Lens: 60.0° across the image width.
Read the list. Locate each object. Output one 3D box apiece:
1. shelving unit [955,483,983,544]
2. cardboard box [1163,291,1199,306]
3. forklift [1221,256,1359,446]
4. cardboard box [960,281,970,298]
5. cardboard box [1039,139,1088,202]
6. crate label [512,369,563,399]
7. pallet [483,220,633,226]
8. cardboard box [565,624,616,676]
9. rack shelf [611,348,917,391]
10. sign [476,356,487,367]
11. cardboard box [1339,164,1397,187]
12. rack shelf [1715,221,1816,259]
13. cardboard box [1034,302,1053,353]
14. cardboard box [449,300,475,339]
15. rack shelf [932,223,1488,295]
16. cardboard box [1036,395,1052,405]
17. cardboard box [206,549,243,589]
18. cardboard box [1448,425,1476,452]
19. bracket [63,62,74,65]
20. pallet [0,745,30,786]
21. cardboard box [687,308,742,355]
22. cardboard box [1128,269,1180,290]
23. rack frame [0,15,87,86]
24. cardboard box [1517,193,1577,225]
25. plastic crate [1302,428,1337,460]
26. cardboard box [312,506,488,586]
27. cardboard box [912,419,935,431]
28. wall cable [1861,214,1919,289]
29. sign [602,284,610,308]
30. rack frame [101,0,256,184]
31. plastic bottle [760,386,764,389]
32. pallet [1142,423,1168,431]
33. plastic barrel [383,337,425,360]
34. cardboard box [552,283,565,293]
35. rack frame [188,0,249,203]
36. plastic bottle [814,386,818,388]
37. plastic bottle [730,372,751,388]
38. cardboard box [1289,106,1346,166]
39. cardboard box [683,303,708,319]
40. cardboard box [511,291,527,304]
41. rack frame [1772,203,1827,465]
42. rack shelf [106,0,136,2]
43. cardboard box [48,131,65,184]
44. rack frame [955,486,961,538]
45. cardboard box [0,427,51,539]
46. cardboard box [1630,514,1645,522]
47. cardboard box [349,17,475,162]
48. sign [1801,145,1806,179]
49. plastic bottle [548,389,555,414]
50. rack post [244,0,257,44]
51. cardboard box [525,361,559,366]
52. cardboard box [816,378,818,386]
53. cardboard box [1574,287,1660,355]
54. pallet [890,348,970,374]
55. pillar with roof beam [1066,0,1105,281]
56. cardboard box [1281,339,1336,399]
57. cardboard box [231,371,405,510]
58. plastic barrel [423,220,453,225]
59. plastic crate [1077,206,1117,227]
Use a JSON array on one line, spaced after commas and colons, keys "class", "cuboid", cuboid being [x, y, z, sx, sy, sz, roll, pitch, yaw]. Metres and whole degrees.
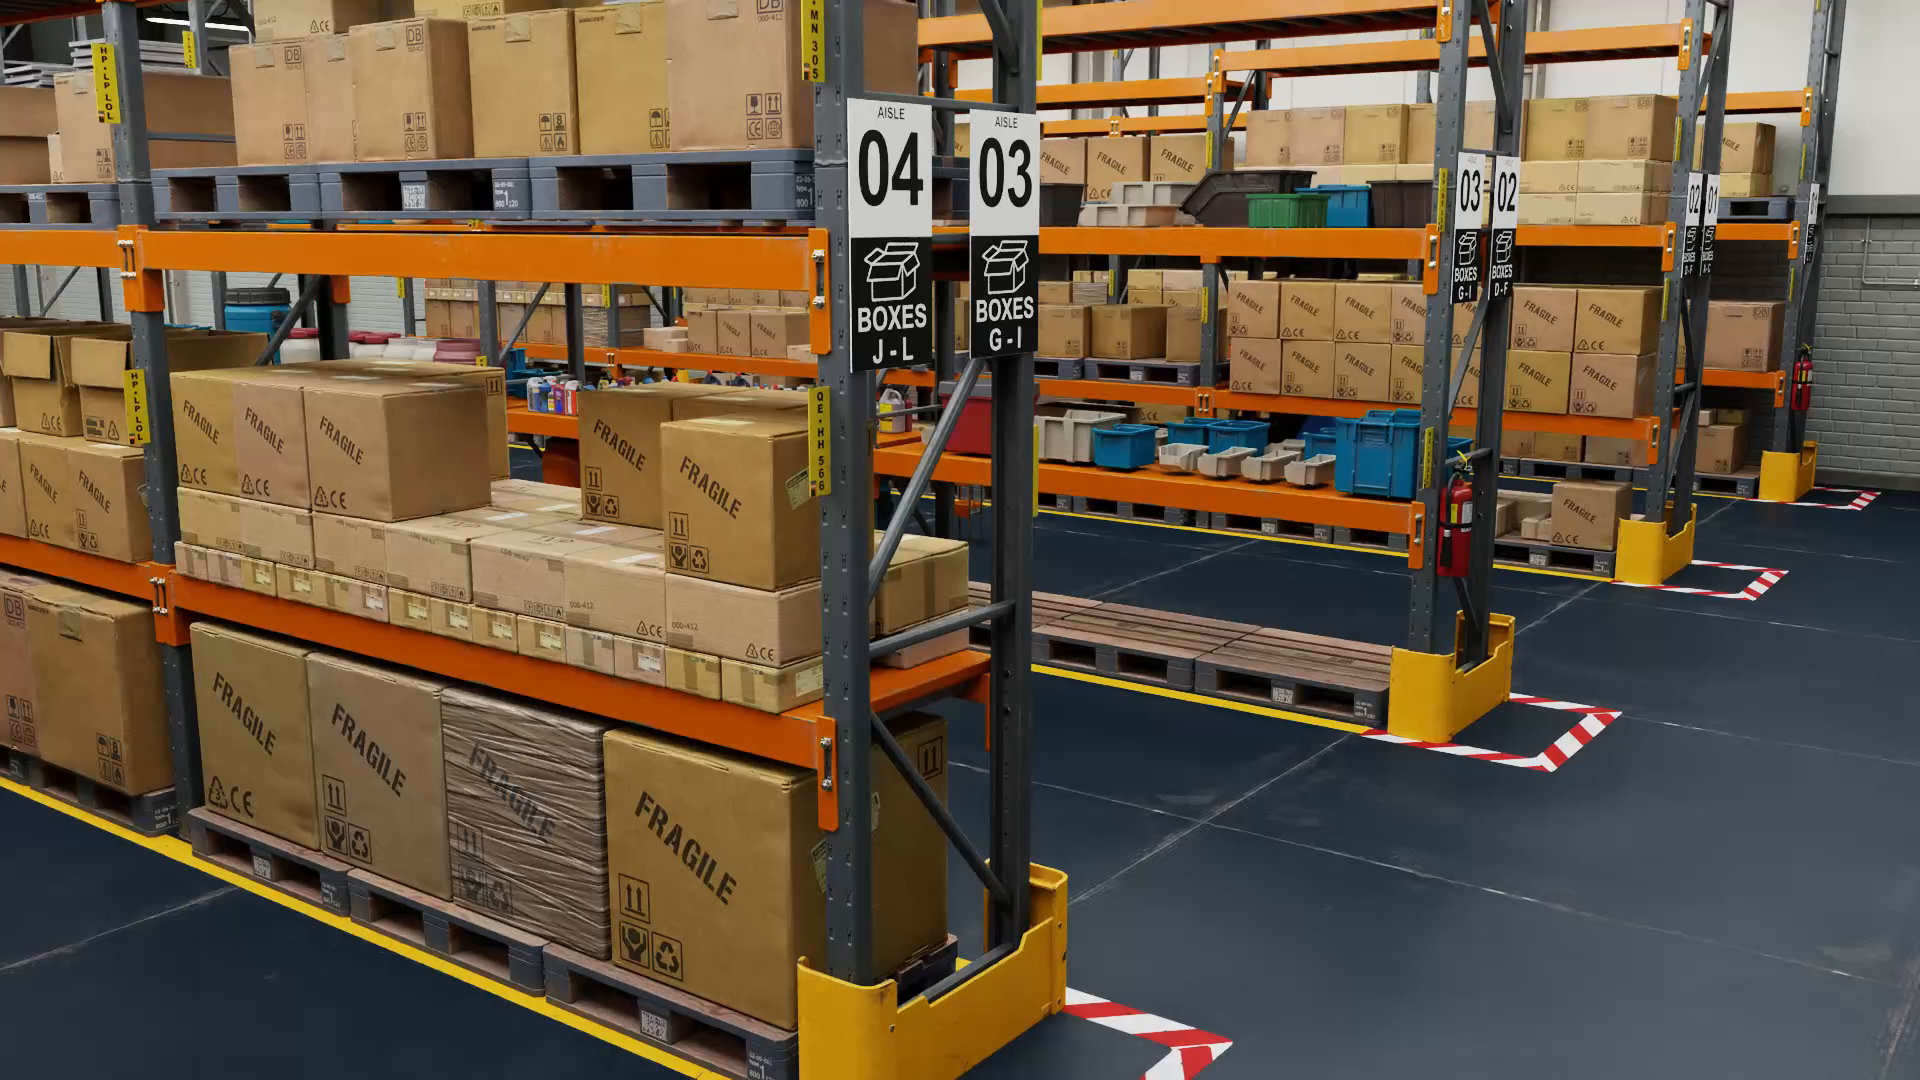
[{"class": "shelving unit", "cuboid": [0.043, -0.509, 14.899, 0.252, 1.050, 0.215, 8, 13, 36]}, {"class": "cardboard box", "cuboid": [2.919, -2.916, 21.109, 0.500, 0.500, 0.500, 9, 14, 37]}, {"class": "forklift", "cuboid": [3.422, -2.046, 17.891, 3.031, 2.935, 1.130, 8, 13, 34]}, {"class": "cardboard box", "cuboid": [0.423, -3.385, 23.207, 0.500, 0.500, 0.700, 10, 15, 43]}, {"class": "cardboard box", "cuboid": [1.118, -3.652, 16.478, 0.600, 0.600, 0.600, 7, 13, 33]}, {"class": "crate label", "cuboid": [-3.720, -1.371, 14.662, 0.416, 0.233, 0.303, 8, 13, 36]}, {"class": "pallet", "cuboid": [-3.044, -2.628, 13.316, 1.213, 0.211, 1.003, 8, 13, 36]}, {"class": "cardboard box", "cuboid": [-1.182, 0.357, 5.950, 0.250, 0.149, 0.380, 8, 14, 37]}, {"class": "rack shelf", "cuboid": [-2.279, -1.978, 19.253, 4.000, 0.370, 1.077, 8, 13, 36]}, {"class": "sign", "cuboid": [-3.922, -1.344, 13.650, 0.005, 0.325, 0.100, 8, 13, 36]}, {"class": "cardboard box", "cuboid": [3.602, -3.095, 14.312, 0.500, 0.250, 0.500, 8, 13, 36]}, {"class": "rack shelf", "cuboid": [7.098, -3.311, 18.241, 4.000, 0.370, 1.077, 8, 13, 36]}, {"class": "cardboard box", "cuboid": [0.531, -2.176, 17.014, 0.700, 0.500, 0.500, -10, 15, -42]}, {"class": "cardboard box", "cuboid": [-6.320, -2.943, 22.079, 0.500, 0.500, 0.700, 8, 14, 37]}, {"class": "rack shelf", "cuboid": [1.234, -1.794, 10.402, 4.000, 0.370, 1.077, 8, 13, 36]}, {"class": "cardboard box", "cuboid": [1.304, -2.003, 22.909, 0.500, 0.500, 0.700, 8, 13, 35]}, {"class": "cardboard box", "cuboid": [-3.057, 0.096, 7.297, 0.250, 0.149, 0.380, 7, 13, 34]}, {"class": "cardboard box", "cuboid": [6.028, -1.295, 19.302, 0.500, 0.500, 0.700, 8, 14, 36]}, {"class": "bracket", "cuboid": [-20.253, -10.839, 37.888, 4.783, 0.066, 0.076, 8, 13, 36]}, {"class": "pallet", "cuboid": [-4.964, 1.016, 9.223, 1.213, 0.211, 1.003, 8, 13, 36]}, {"class": "cardboard box", "cuboid": [-2.857, -2.458, 19.572, 0.500, 0.500, 0.500, 9, 14, 40]}, {"class": "cardboard box", "cuboid": [2.498, -3.345, 21.349, 0.500, 0.250, 0.500, 8, 14, 37]}, {"class": "rack frame", "cuboid": [-10.050, -5.194, 18.184, 0.127, 3.000, 1.000, 8, 13, 36]}, {"class": "cardboard box", "cuboid": [4.814, -2.682, 13.492, 0.500, 0.250, 0.500, 8, 13, 36]}, {"class": "plastic crate", "cuboid": [2.311, -0.549, 10.253, 0.300, 0.233, 0.416, 8, 13, 36]}, {"class": "cardboard box", "cuboid": [-2.267, -0.006, 6.777, 0.500, 0.250, 0.500, 8, 14, 37]}, {"class": "cardboard box", "cuboid": [-0.470, -1.001, 17.727, 0.500, 0.500, 0.500, 9, 14, 38]}, {"class": "wall cable", "cuboid": [10.302, -2.466, 17.204, 1.851, 1.984, 0.084, 8, 13, 36]}, {"class": "sign", "cuboid": [-4.219, -2.935, 19.817, 0.005, 0.325, 0.100, 8, 13, 36]}, {"class": "rack frame", "cuboid": [-3.310, -3.086, 7.291, 0.127, 3.000, 1.000, 8, 13, 36]}, {"class": "plastic bottle", "cuboid": [-1.462, -0.949, 12.168, 0.185, 0.351, 0.144, 8, 13, 36]}, {"class": "pallet", "cuboid": [2.853, -1.396, 21.692, 1.213, 0.211, 1.003, 8, 13, 36]}, {"class": "plastic barrel", "cuboid": [-4.897, -1.534, 14.768, 0.421, 0.512, 0.421, 0, 11, 0]}, {"class": "cardboard box", "cuboid": [-4.661, -3.348, 20.760, 0.500, 0.500, 0.700, 8, 13, 35]}, {"class": "rack frame", "cuboid": [-6.826, -4.744, 15.860, 0.127, 3.000, 1.000, 8, 13, 36]}, {"class": "plastic bottle", "cuboid": [-1.137, -1.048, 12.858, 0.133, 0.283, 0.061, 8, 13, 36]}, {"class": "plastic bottle", "cuboid": [-1.742, -1.156, 13.238, 0.185, 0.351, 0.144, 8, 13, 36]}, {"class": "cardboard box", "cuboid": [3.290, -3.543, 14.653, 0.500, 0.500, 0.700, 8, 13, 36]}, {"class": "cardboard box", "cuboid": [-3.981, -3.598, 26.071, 0.500, 0.250, 0.500, 7, 13, 34]}, {"class": "cardboard box", "cuboid": [-5.476, -3.094, 21.156, 0.250, 0.149, 0.380, 8, 14, 37]}, {"class": "rack frame", "cuboid": [8.710, -1.966, 17.296, 0.127, 3.000, 1.000, 8, 13, 36]}, {"class": "rack shelf", "cuboid": [-1.698, -2.312, 6.235, 4.000, 0.370, 1.077, 8, 13, 36]}, {"class": "cardboard box", "cuboid": [-4.141, -1.913, 8.253, 0.500, 0.311, 0.500, 7, 13, 34]}, {"class": "rack frame", "cuboid": [-0.055, -0.523, 14.970, 0.008, 1.050, 0.200, 8, 13, 36]}, {"class": "cardboard box", "cuboid": [-4.668, -0.315, 8.498, 0.500, 0.500, 0.500, 8, 13, 35]}, {"class": "cardboard box", "cuboid": [5.647, -0.123, 14.118, 0.250, 0.149, 0.380, 8, 13, 36]}, {"class": "cardboard box", "cuboid": [-1.875, -1.698, 6.378, 0.500, 0.500, 0.700, 9, 14, 38]}, {"class": "sign", "cuboid": [8.378, -3.753, 16.513, 0.005, 0.325, 0.100, 8, 13, 36]}, {"class": "plastic bottle", "cuboid": [-3.289, -1.125, 13.471, 0.097, 0.201, 0.097, 0, 11, 0]}, {"class": "rack post", "cuboid": [-5.188, -4.634, 14.764, 3.121, 1.000, 1.013, 8, 13, 36]}, {"class": "cardboard box", "cuboid": [-5.692, -2.106, 22.176, 0.500, 0.500, 0.500, 8, 13, 36]}, {"class": "cardboard box", "cuboid": [-1.822, -2.415, 25.036, 0.500, 0.500, 0.500, 7, 13, 31]}, {"class": "cardboard box", "cuboid": [5.259, -1.755, 13.310, 0.500, 0.500, 0.500, 8, 13, 35]}, {"class": "pallet", "cuboid": [-0.079, -1.947, 17.702, 1.003, 0.211, 1.213, 8, 13, 36]}, {"class": "pillar with roof beam", "cuboid": [-0.822, -5.431, 19.408, 0.400, 9.000, 9.100, 8, 13, 36]}, {"class": "cardboard box", "cuboid": [3.221, -1.550, 14.882, 0.500, 0.500, 0.500, 8, 14, 37]}, {"class": "cardboard box", "cuboid": [-2.683, -0.432, 7.003, 0.500, 0.500, 0.500, 8, 13, 36]}, {"class": "plastic barrel", "cuboid": [-4.663, -3.232, 14.808, 0.708, 0.830, 0.600, 8, 13, 36]}, {"class": "plastic crate", "cuboid": [0.872, -2.158, 11.083, 0.466, 0.136, 0.293, 8, 13, 36]}]
